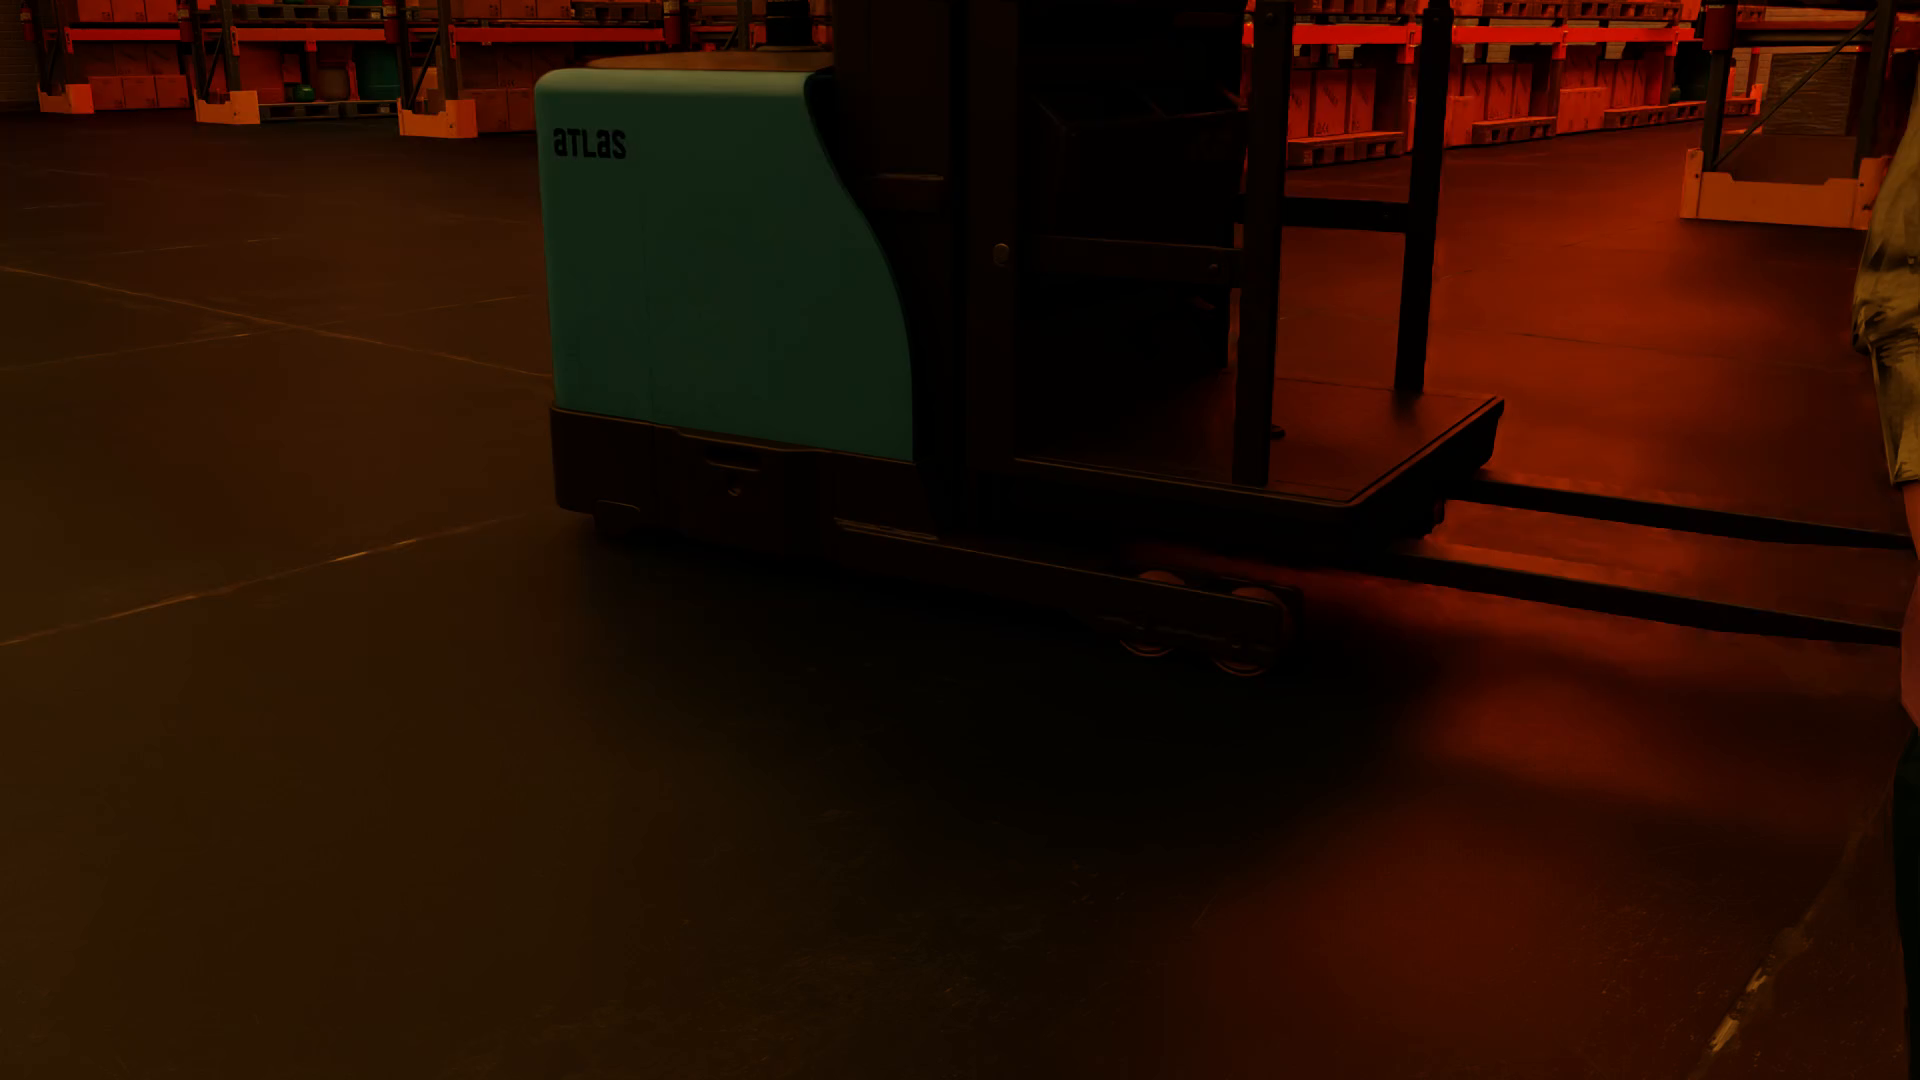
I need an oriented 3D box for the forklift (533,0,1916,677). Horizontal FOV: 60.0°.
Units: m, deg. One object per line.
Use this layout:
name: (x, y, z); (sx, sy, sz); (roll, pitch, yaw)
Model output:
forklift: (0.556, -1.323, 3.254); (3.031, 2.935, 1.130); (10, 20, 30)
